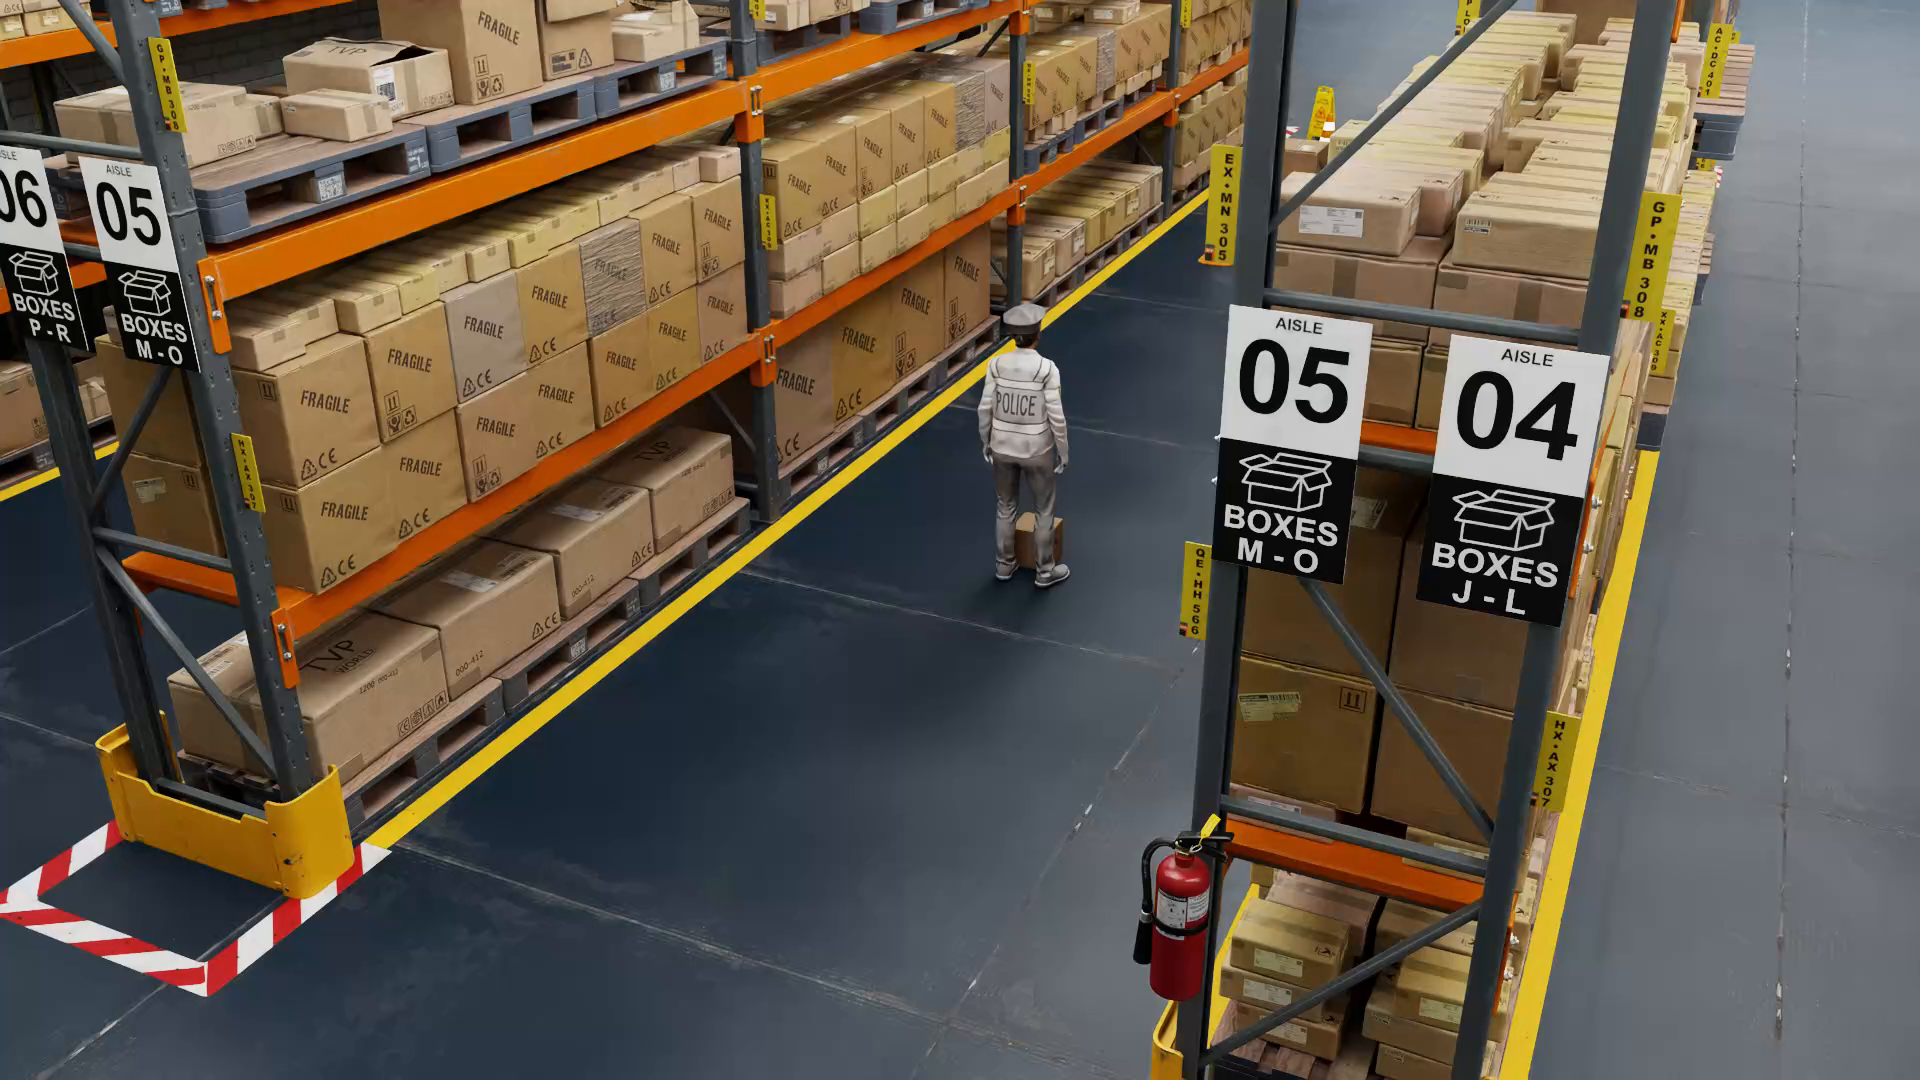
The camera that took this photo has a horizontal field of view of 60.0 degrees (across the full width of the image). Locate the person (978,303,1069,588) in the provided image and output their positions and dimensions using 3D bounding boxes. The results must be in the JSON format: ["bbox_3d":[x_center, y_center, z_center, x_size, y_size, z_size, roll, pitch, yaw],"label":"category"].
[{"bbox_3d":[0.368,-0.528,9.675,0.544,1.666,0.370,10,28,20],"label":"person"}]
